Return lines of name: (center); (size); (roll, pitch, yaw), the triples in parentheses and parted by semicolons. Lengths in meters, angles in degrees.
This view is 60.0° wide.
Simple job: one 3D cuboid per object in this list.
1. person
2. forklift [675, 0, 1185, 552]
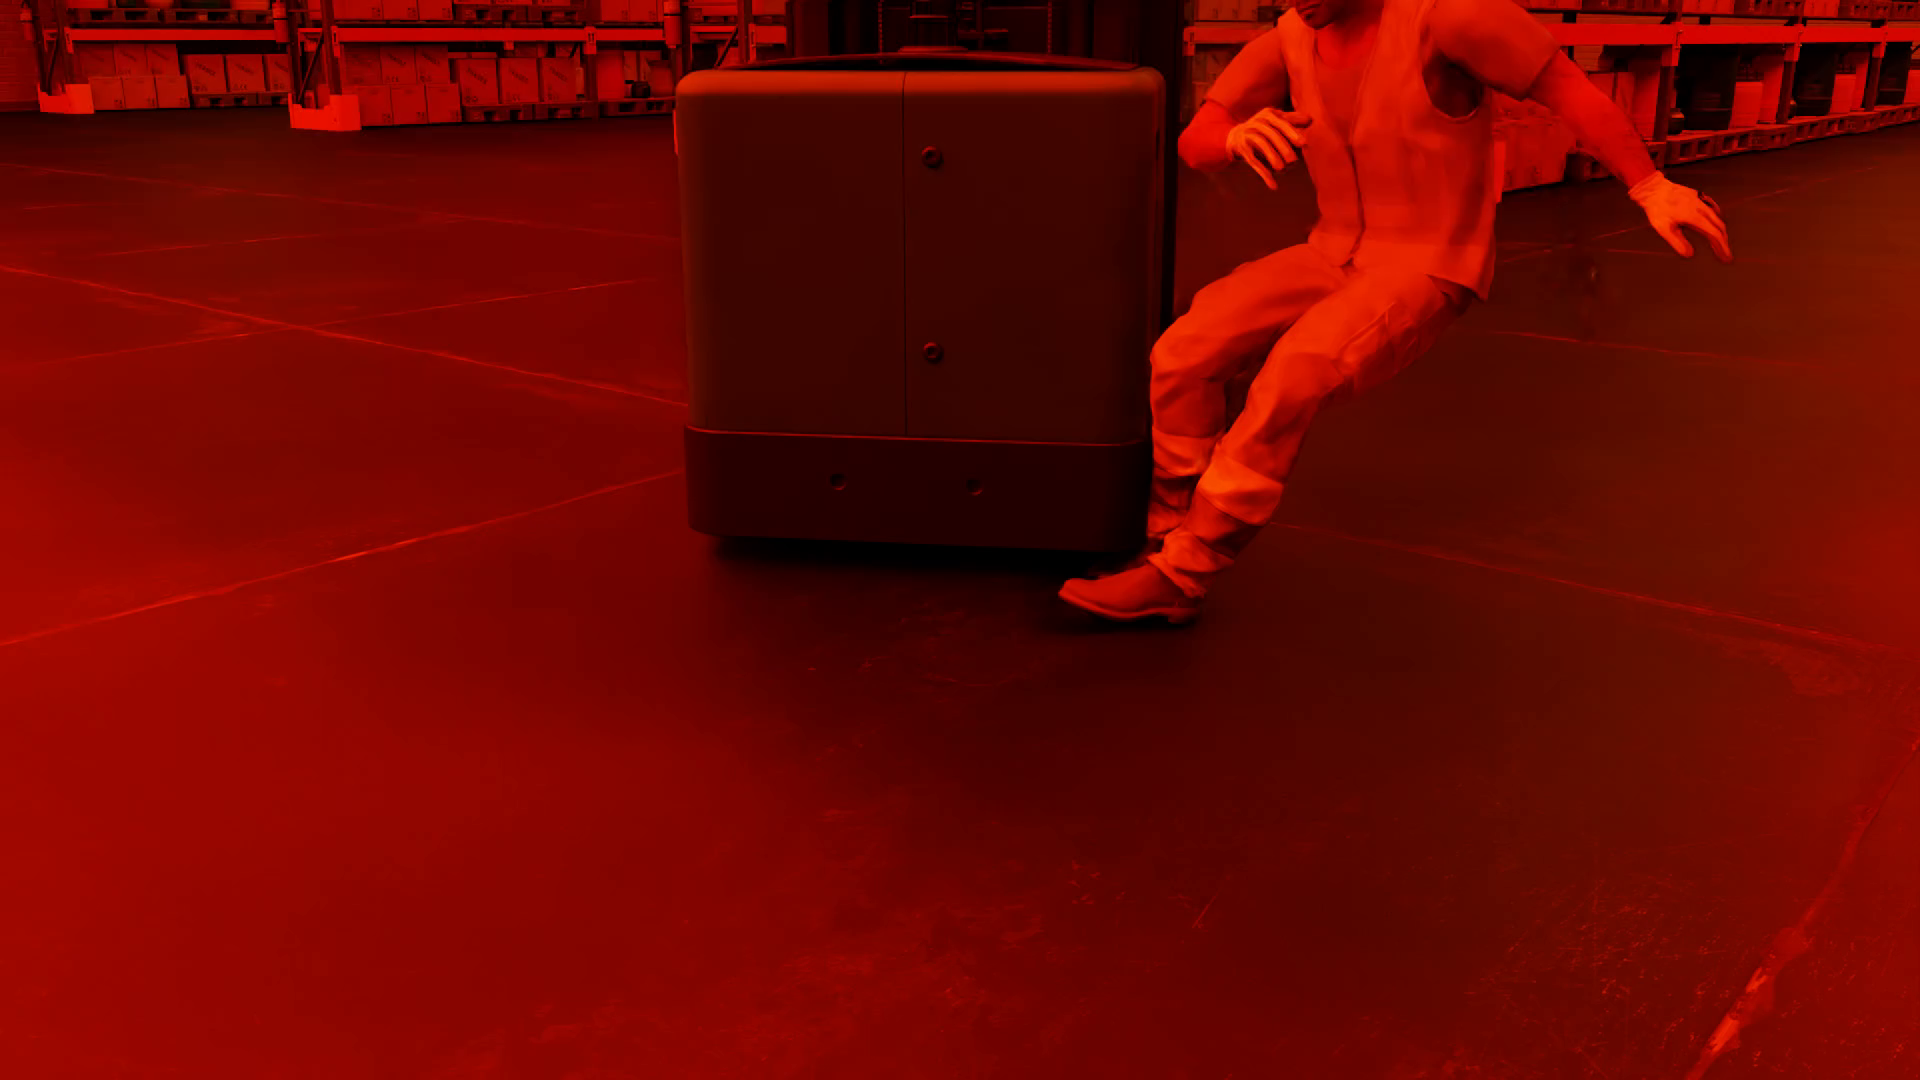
person: (0.755, -0.521, 3.234); (0.964, 1.497, 1.084); (-14, 22, -38)
forklift: (0.101, -1.760, 4.692); (1.130, 2.935, 3.031); (2, 17, 8)
